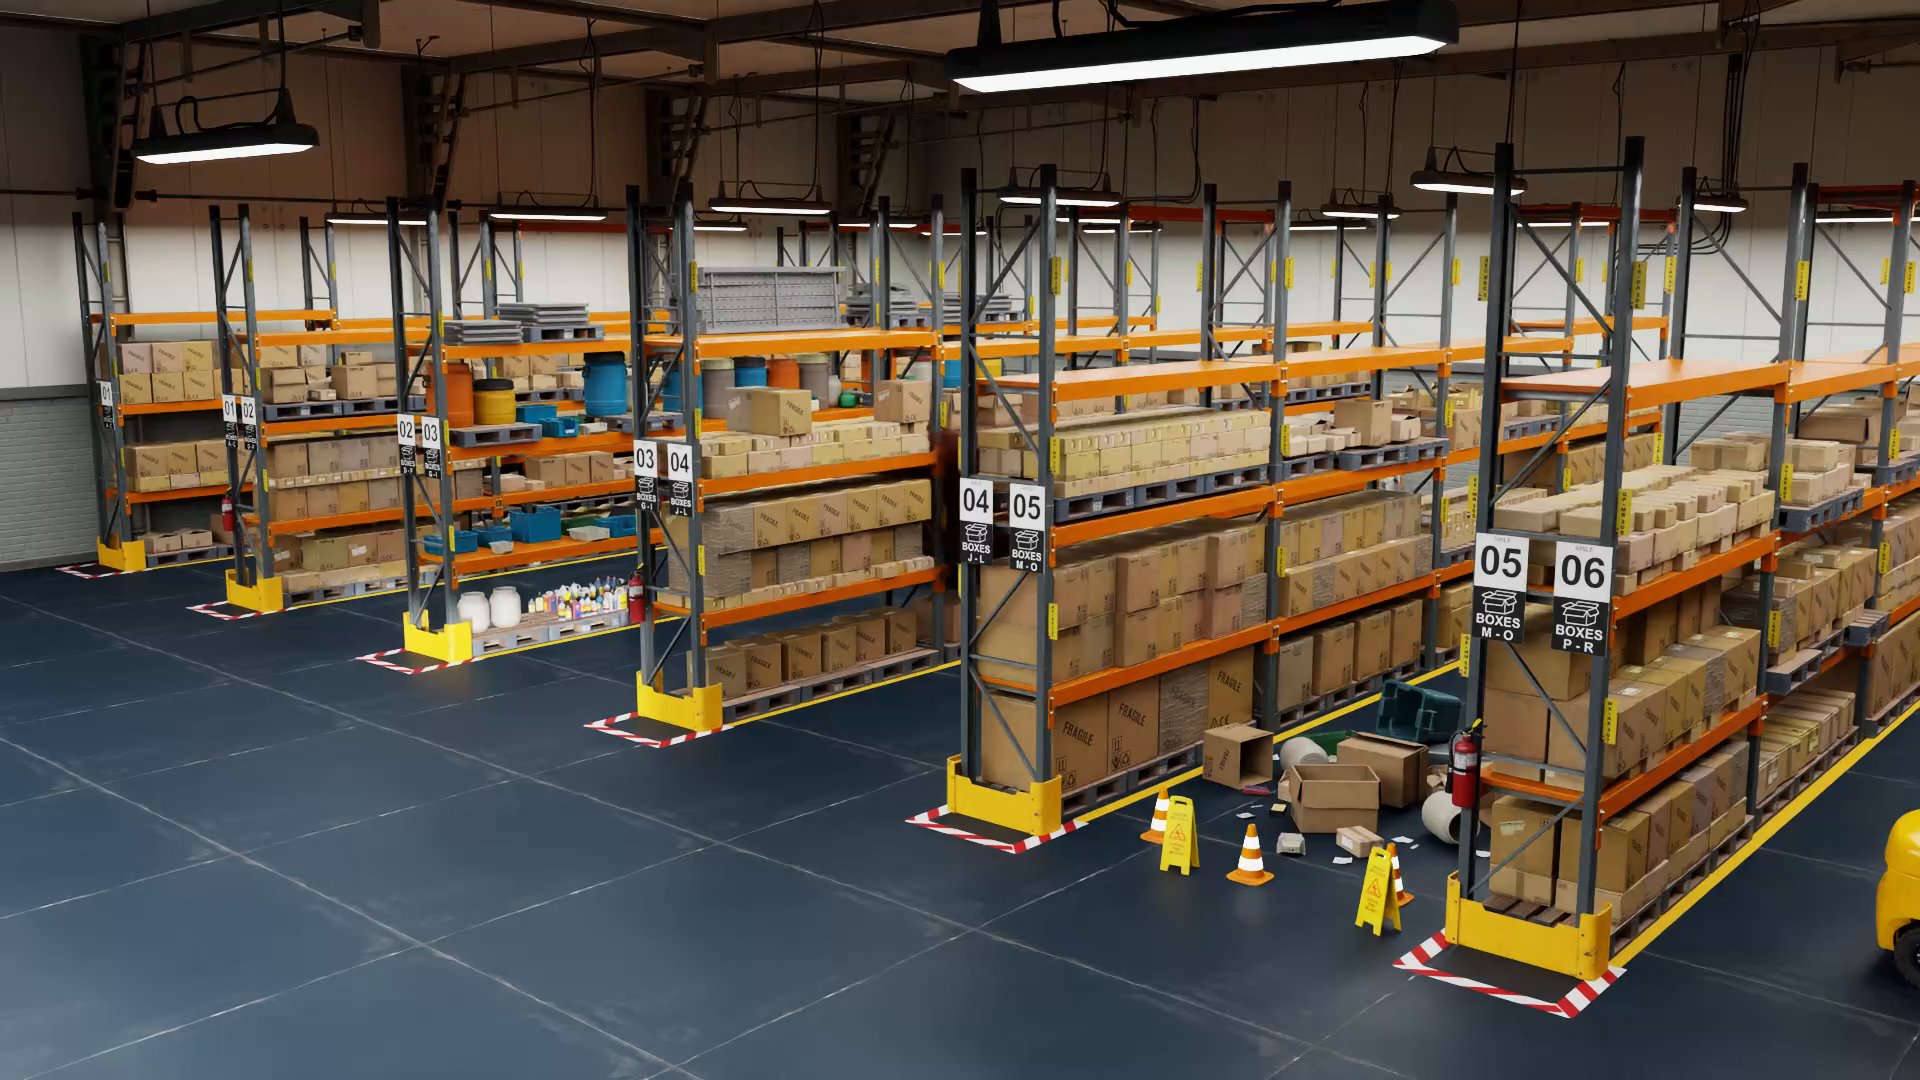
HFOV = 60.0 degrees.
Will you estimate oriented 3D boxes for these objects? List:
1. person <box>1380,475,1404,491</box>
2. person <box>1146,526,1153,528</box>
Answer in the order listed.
[{"bbox_3d":[8.569,-1.173,33.366,1.031,1.607,0.505,-6,11,-31],"label":"person"},{"bbox_3d":[2.236,0.668,20.182,0.594,1.772,0.536,8,12,39],"label":"person"}]
